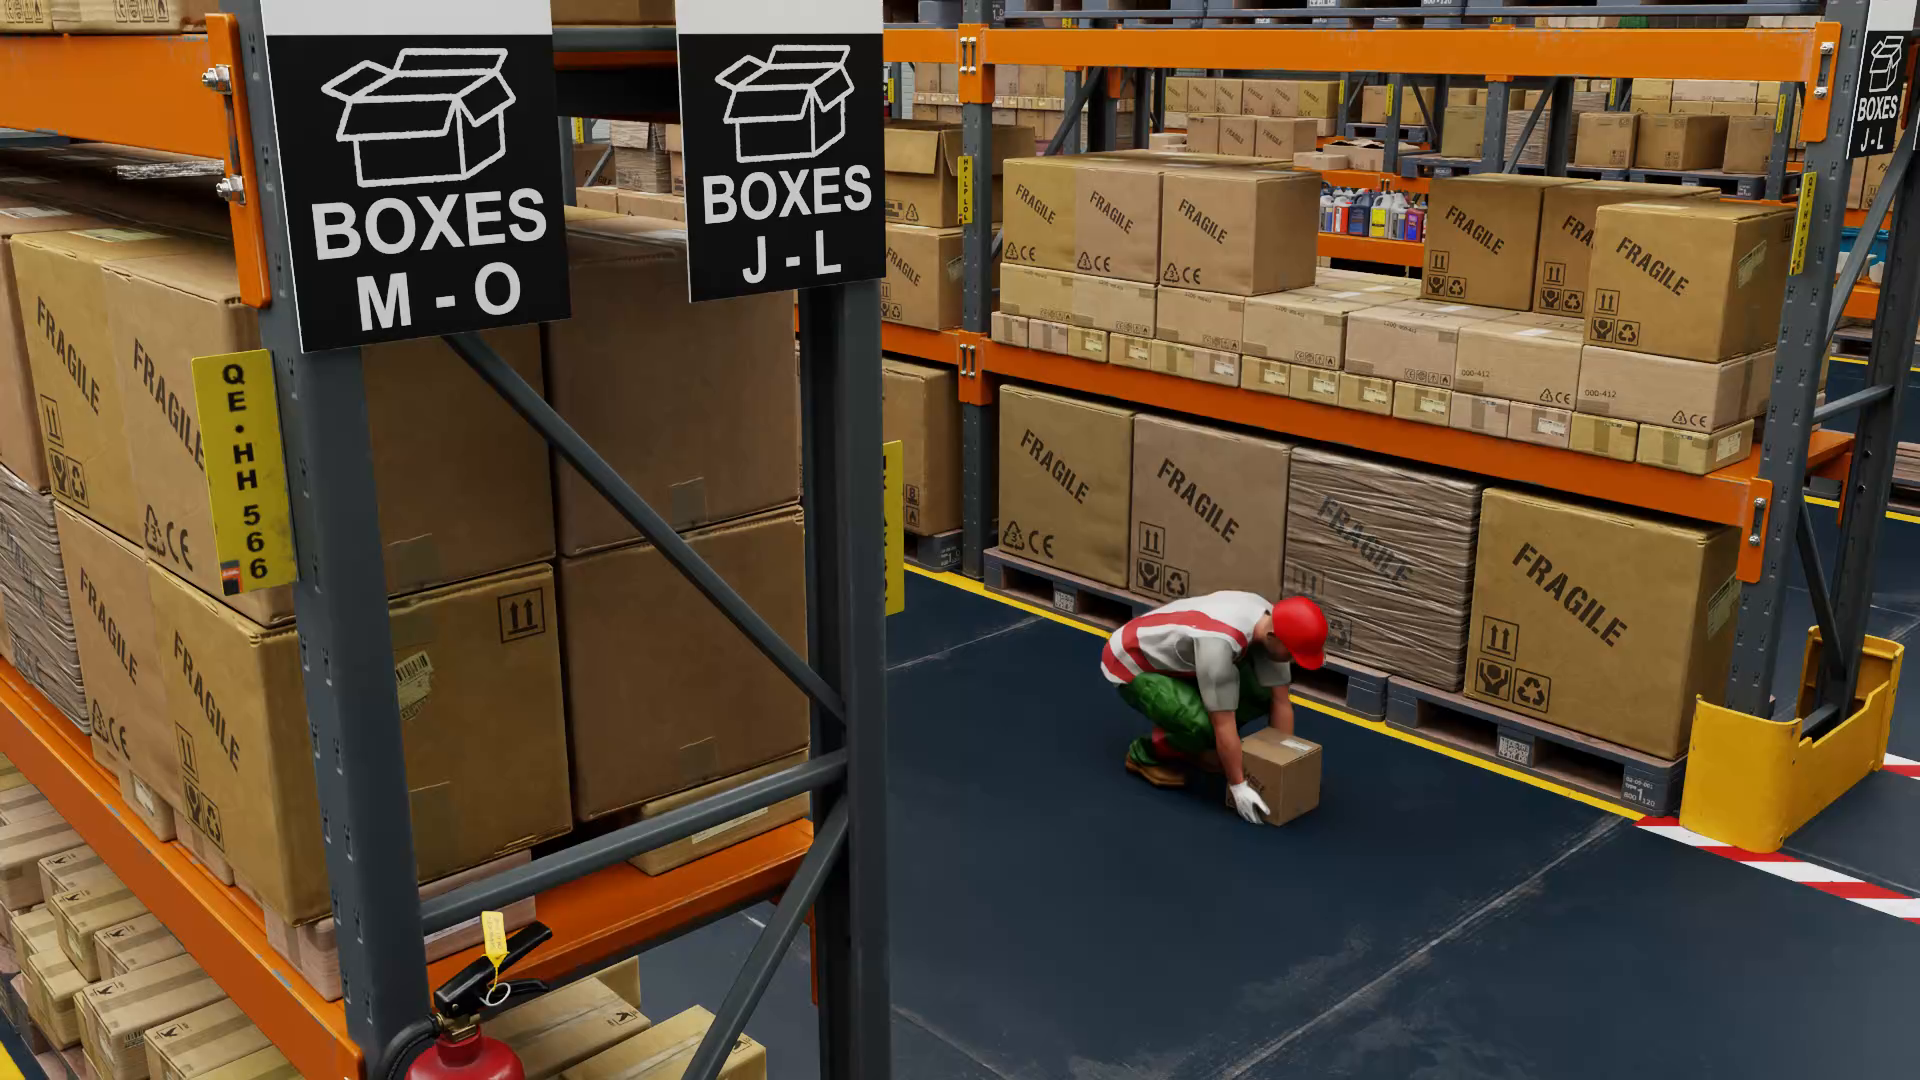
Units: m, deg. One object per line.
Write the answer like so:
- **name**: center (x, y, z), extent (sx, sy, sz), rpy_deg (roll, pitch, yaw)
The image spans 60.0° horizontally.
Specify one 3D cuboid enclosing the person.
- **person**: center (-0.394, -1.272, 12.355), extent (7.151, 0.880, 11.857), rpy_deg (-16, 23, -41)
